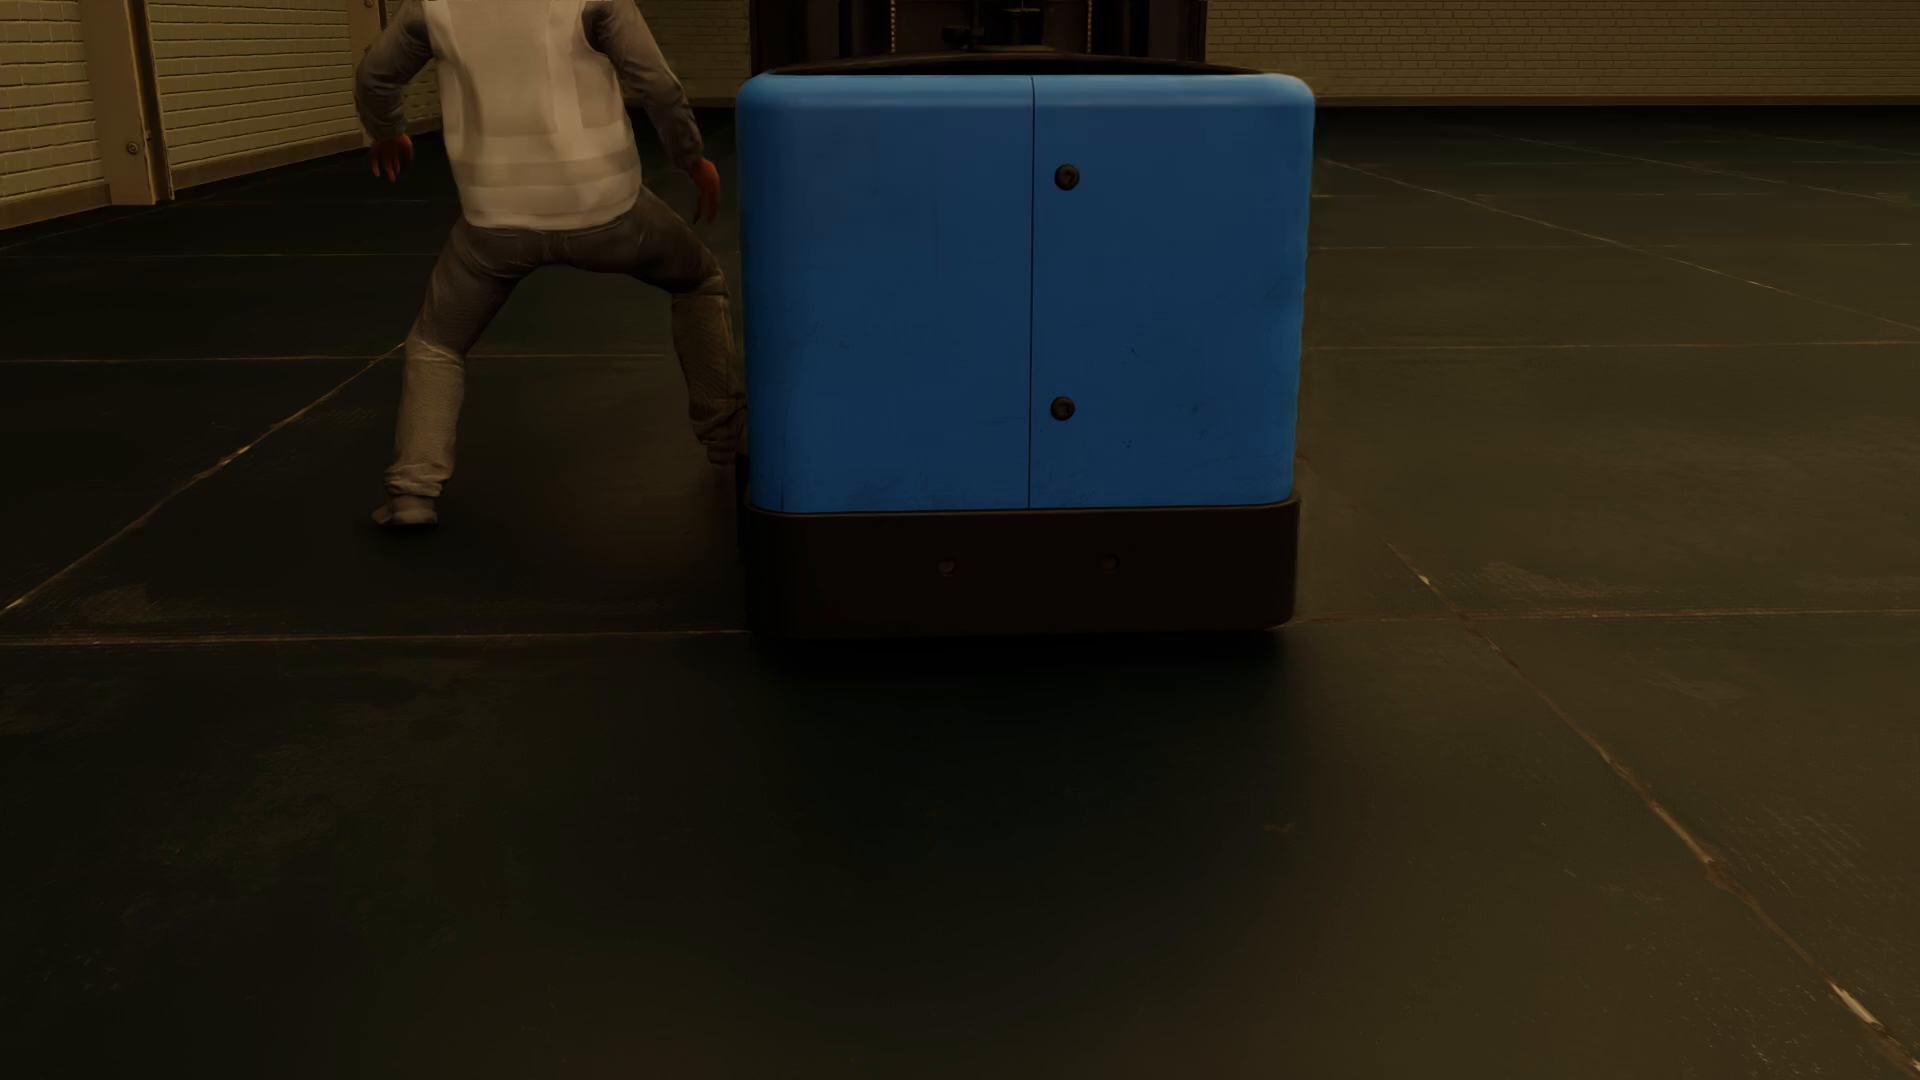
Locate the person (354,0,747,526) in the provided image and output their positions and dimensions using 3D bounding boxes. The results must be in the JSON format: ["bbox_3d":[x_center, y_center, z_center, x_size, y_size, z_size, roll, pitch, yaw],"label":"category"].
[{"bbox_3d":[-1.037,-0.875,4.087,0.981,1.655,0.811,1,17,3],"label":"person"}]

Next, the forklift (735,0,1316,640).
[{"bbox_3d":[0.027,-1.598,4.130,1.130,2.935,3.031,-1,17,-4],"label":"forklift"}]
